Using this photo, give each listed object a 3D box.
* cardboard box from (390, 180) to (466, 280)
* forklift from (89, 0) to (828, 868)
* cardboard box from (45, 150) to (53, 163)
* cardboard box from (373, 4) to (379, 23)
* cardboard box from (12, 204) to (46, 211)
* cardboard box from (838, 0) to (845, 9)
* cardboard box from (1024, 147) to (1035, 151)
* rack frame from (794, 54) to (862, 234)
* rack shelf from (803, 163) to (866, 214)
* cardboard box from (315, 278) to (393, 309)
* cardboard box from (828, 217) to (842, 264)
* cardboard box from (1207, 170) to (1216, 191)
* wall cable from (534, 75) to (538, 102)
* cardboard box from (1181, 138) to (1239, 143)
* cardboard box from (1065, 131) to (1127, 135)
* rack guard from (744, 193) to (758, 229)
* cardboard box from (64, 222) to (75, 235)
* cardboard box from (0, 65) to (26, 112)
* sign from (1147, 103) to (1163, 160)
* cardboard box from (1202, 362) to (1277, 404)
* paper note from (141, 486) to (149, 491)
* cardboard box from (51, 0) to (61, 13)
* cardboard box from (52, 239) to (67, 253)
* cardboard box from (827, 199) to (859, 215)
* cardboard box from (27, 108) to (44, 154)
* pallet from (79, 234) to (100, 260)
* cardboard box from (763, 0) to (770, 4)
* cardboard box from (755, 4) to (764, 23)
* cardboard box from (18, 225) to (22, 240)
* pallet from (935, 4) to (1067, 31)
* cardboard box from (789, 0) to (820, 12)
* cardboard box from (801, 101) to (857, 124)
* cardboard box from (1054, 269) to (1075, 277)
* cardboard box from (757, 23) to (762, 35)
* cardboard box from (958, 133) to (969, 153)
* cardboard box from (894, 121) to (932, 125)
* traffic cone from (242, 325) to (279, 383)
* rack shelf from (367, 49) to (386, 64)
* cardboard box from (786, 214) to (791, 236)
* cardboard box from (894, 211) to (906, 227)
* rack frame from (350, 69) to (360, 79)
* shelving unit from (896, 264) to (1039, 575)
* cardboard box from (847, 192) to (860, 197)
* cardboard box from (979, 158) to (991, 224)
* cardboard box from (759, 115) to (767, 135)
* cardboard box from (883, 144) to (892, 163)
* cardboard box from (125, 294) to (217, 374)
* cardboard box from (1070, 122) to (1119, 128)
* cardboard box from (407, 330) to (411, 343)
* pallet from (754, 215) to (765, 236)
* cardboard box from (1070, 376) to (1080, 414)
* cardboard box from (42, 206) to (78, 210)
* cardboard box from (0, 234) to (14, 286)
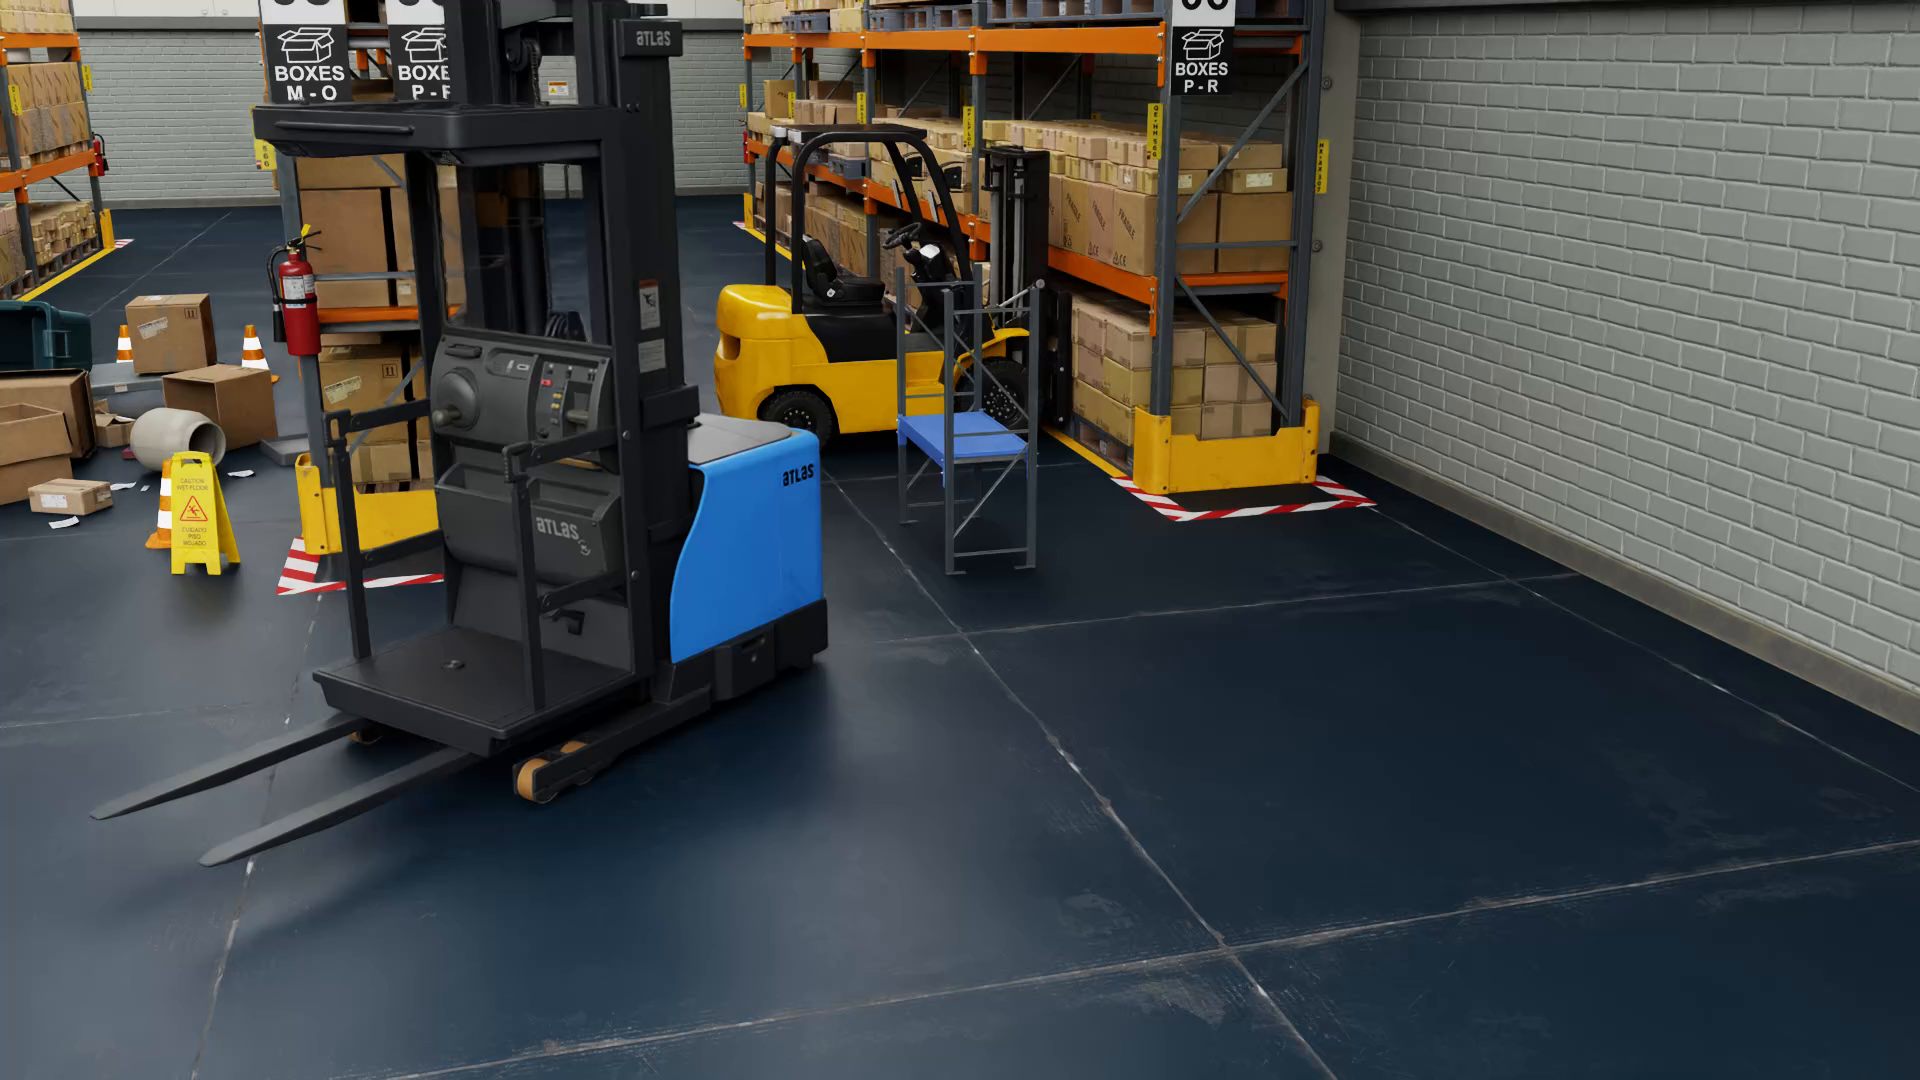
[{"bbox_3d":[-2.940,-1.766,9.427,0.500,0.500,0.500,-5,17,-16],"label":"cardboard box"},{"bbox_3d":[-1.828,-0.577,6.279,1.130,2.935,3.031,11,20,32],"label":"forklift"},{"bbox_3d":[-11.278,-4.667,20.213,0.380,0.149,0.250,-4,17,-13],"label":"cardboard box"},{"bbox_3d":[-4.040,-3.456,10.967,0.380,0.149,0.250,-5,18,-17],"label":"cardboard box"},{"bbox_3d":[-12.197,-4.312,21.783,0.380,0.149,0.250,-4,17,-14],"label":"cardboard box"},{"bbox_3d":[-1.161,-6.022,18.640,0.380,0.149,0.250,-4,17,-14],"label":"cardboard box"},{"bbox_3d":[0.668,-2.884,12.539,0.380,0.149,0.250,-5,17,-16],"label":"cardboard box"},{"bbox_3d":[-1.603,-5.136,21.335,1.000,3.000,0.127,-5,17,-15],"label":"rack frame"},{"bbox_3d":[-1.053,-4.238,19.597,1.077,0.370,4.000,-5,17,-15],"label":"rack shelf"},{"bbox_3d":[-3.385,-1.389,9.300,0.380,0.149,0.250,-4,17,-13],"label":"cardboard box"},{"bbox_3d":[-1.261,-3.559,19.702,0.500,0.500,0.500,-5,18,-17],"label":"cardboard box"},{"bbox_3d":[1.722,-2.353,10.769,0.380,0.149,0.250,-5,17,-15],"label":"cardboard box"},{"bbox_3d":[-7.686,-8.009,29.133,0.588,1.984,0.122,-5,17,-15],"label":"wall cable"},{"bbox_3d":[1.682,-2.574,10.990,0.380,0.149,0.250,-4,17,-14],"label":"cardboard box"},{"bbox_3d":[0.966,-2.824,11.820,0.380,0.149,0.250,-4,17,-14],"label":"cardboard box"},{"bbox_3d":[-2.682,-5.024,25.308,1.175,0.500,0.348,-5,17,-15],"label":"rack guard"},{"bbox_3d":[-11.434,-3.926,21.017,0.380,0.149,0.250,-4,17,-12],"label":"cardboard box"},{"bbox_3d":[-10.996,-5.136,18.908,0.500,0.500,0.500,-4,17,-14],"label":"cardboard box"},{"bbox_3d":[1.169,-2.445,9.955,0.100,0.325,0.005,-5,17,-15],"label":"sign"},{"bbox_3d":[1.765,-1.087,11.036,0.500,0.250,0.500,-4,17,-14],"label":"cardboard box"},{"bbox_3d":[-5.159,-0.329,10.529,0.032,0.001,0.123,-5,17,-15],"label":"paper note"},{"bbox_3d":[-11.693,-6.785,21.003,0.500,0.250,0.500,-5,17,-17],"label":"cardboard box"},{"bbox_3d":[-11.293,-3.641,20.583,0.380,0.149,0.250,-5,17,-17],"label":"cardboard box"},{"bbox_3d":[-1.407,-4.043,20.184,0.380,0.149,0.250,-5,17,-15],"label":"cardboard box"},{"bbox_3d":[-11.143,-4.807,19.549,0.500,0.500,0.500,-5,17,-15],"label":"cardboard box"},{"bbox_3d":[-11.995,-3.845,21.887,1.003,0.211,1.213,-5,17,-15],"label":"pallet"},{"bbox_3d":[-2.399,-7.426,22.620,0.500,0.250,0.500,-4,17,-14],"label":"cardboard box"},{"bbox_3d":[-2.555,-7.324,23.148,0.500,0.250,0.500,-5,17,-17],"label":"cardboard box"},{"bbox_3d":[-11.002,-3.555,19.266,0.380,0.149,0.250,-4,17,-13],"label":"cardboard box"},{"bbox_3d":[0.341,-4.511,14.373,0.805,0.209,1.217,-5,18,-17],"label":"pallet"},{"bbox_3d":[-1.866,-6.513,20.238,0.380,0.149,0.250,-5,17,-15],"label":"cardboard box"},{"bbox_3d":[-1.543,-5.090,20.279,0.700,0.500,0.500,-5,17,-15],"label":"cardboard box"},{"bbox_3d":[1.070,-2.026,13.295,0.500,0.250,0.500,-5,17,-16],"label":"cardboard box"},{"bbox_3d":[-2.639,-7.160,23.298,0.380,0.149,0.250,-5,17,-15],"label":"cardboard box"},{"bbox_3d":[0.200,-3.428,14.350,0.380,0.149,0.250,-5,17,-16],"label":"cardboard box"},{"bbox_3d":[-0.446,-4.062,16.461,0.380,0.149,0.250,-4,17,-15],"label":"cardboard box"},{"bbox_3d":[-5.863,-1.547,13.797,0.336,0.463,0.334,-5,17,-15],"label":"traffic cone"},{"bbox_3d":[-5.825,-5.281,17.856,1.077,0.370,4.000,-5,17,-15],"label":"rack shelf"},{"bbox_3d":[-2.137,-4.257,22.433,0.396,0.266,0.258,-4,17,-13],"label":"cardboard box"},{"bbox_3d":[-0.540,-3.651,18.880,0.380,0.149,0.250,-4,17,-15],"label":"cardboard box"},{"bbox_3d":[-4.176,-2.529,12.659,1.000,3.000,0.127,-5,17,-15],"label":"rack frame"},{"bbox_3d":[0.023,-0.695,9.158,0.538,1.500,1.048,-5,17,-15],"label":"shelving unit"},{"bbox_3d":[-1.225,-4.371,21.278,0.380,0.149,0.250,-5,18,-17],"label":"cardboard box"},{"bbox_3d":[0.466,-2.827,13.477,0.500,0.500,0.500,-5,17,-17],"label":"cardboard box"},{"bbox_3d":[-2.556,-5.887,23.579,0.500,0.250,0.500,-5,17,-16],"label":"cardboard box"},{"bbox_3d":[-0.480,-3.916,16.667,0.500,0.250,0.500,-4,17,-14],"label":"cardboard box"},{"bbox_3d":[-5.879,-1.546,12.413,0.500,0.500,0.500,-5,17,-15],"label":"cardboard box"},{"bbox_3d":[1.088,-3.215,13.121,0.380,0.149,0.250,-5,17,-16],"label":"cardboard box"},{"bbox_3d":[-3.826,-1.152,10.818,0.500,0.500,0.500,-5,17,-17],"label":"cardboard box"},{"bbox_3d":[-2.462,-4.665,24.616,1.003,0.211,1.213,-5,17,-15],"label":"pallet"},{"bbox_3d":[1.005,-1.083,11.893,0.500,0.250,0.500,-5,17,-15],"label":"cardboard box"},{"bbox_3d":[-11.599,-4.211,21.450,0.380,0.149,0.250,-5,18,-17],"label":"cardboard box"},{"bbox_3d":[-10.520,-3.000,17.841,0.500,0.500,0.500,-5,17,-17],"label":"cardboard box"}]
